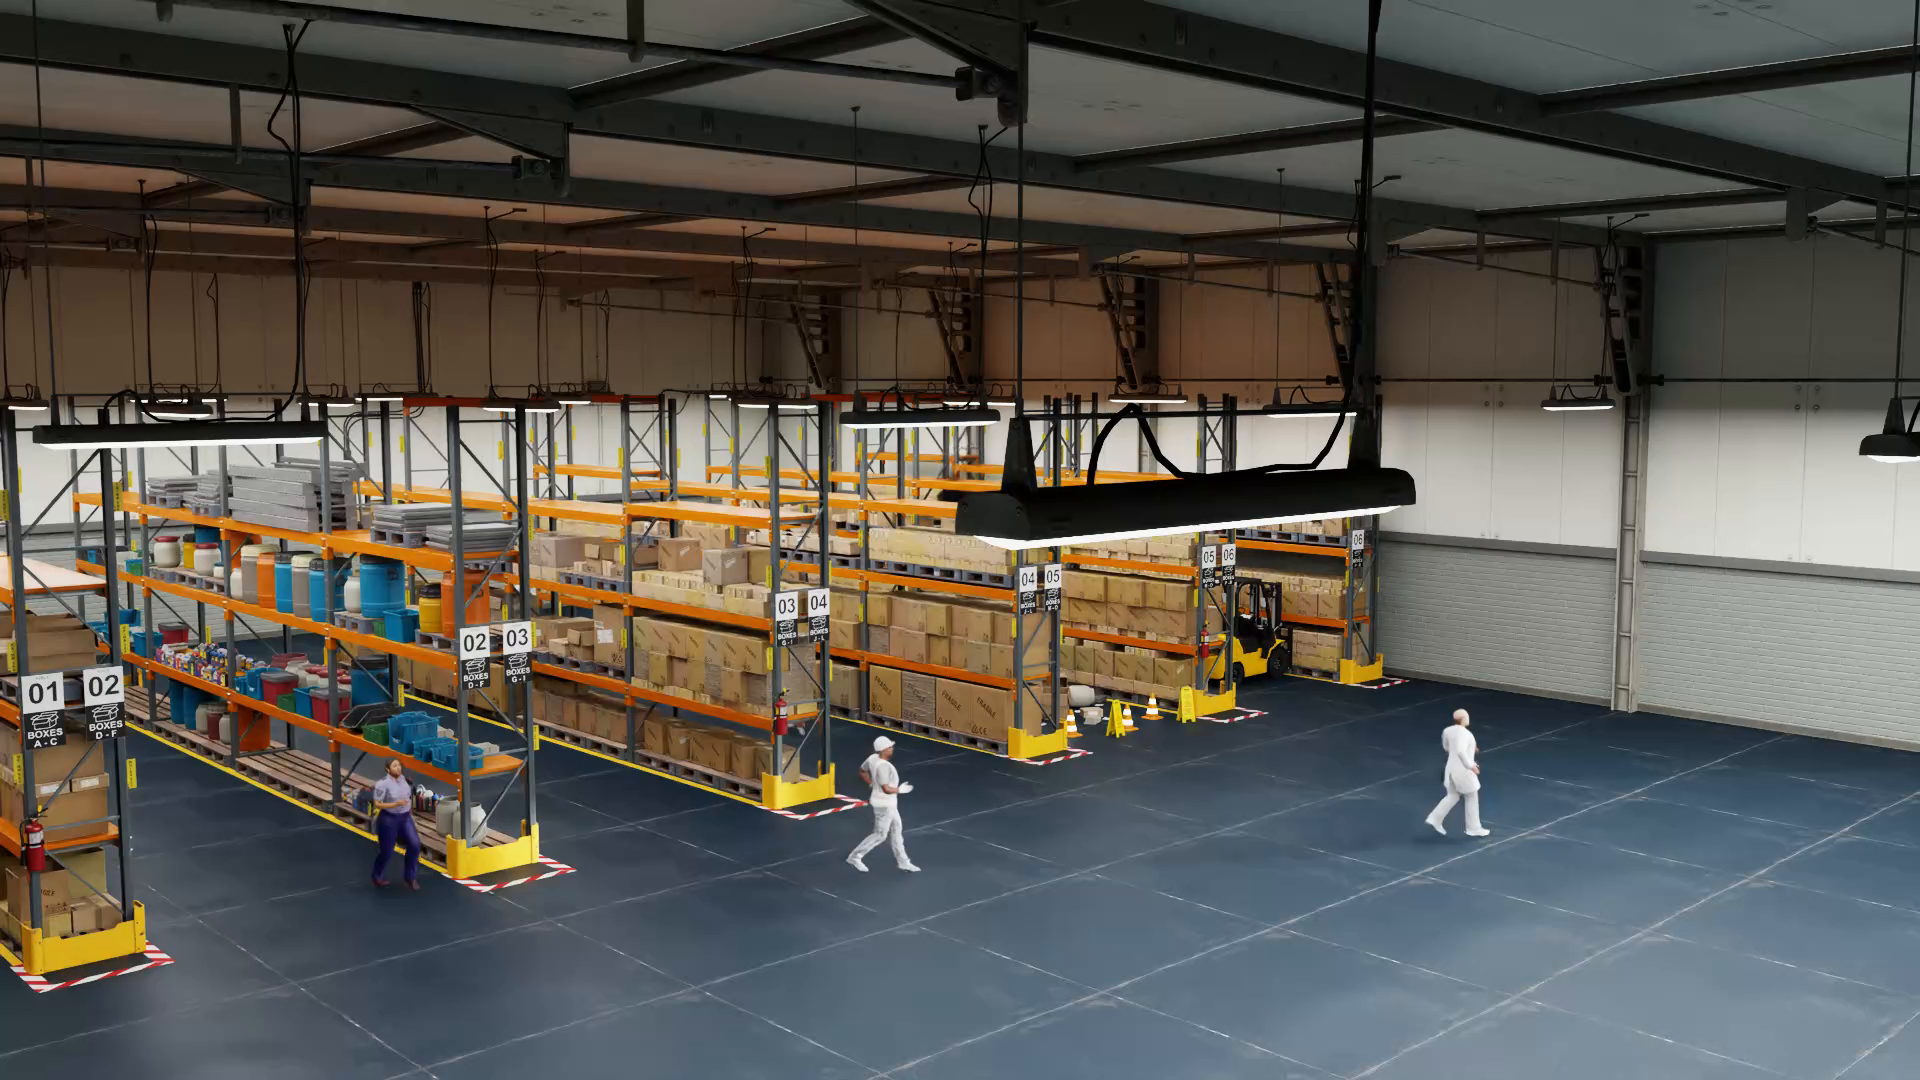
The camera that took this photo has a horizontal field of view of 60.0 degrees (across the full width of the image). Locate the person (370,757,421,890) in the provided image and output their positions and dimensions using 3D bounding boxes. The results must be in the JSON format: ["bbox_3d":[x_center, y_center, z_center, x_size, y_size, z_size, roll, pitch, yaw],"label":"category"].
[{"bbox_3d":[-7.008,3.542,20.594,0.659,1.731,0.604,3,6,30],"label":"person"}]

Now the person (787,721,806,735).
[{"bbox_3d":[-2.950,2.614,29.898,0.775,1.716,0.564,5,7,41],"label":"person"}]

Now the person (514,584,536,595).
[{"bbox_3d":[-10.620,1.611,40.425,0.656,1.737,0.804,4,7,38],"label":"person"}]

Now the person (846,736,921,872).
[{"bbox_3d":[-0.975,3.387,21.177,0.976,1.801,0.690,-1,6,-10],"label":"person"}]

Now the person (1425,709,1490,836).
[{"bbox_3d":[6.885,3.206,22.910,0.948,1.769,0.715,-2,6,-19],"label":"person"}]
